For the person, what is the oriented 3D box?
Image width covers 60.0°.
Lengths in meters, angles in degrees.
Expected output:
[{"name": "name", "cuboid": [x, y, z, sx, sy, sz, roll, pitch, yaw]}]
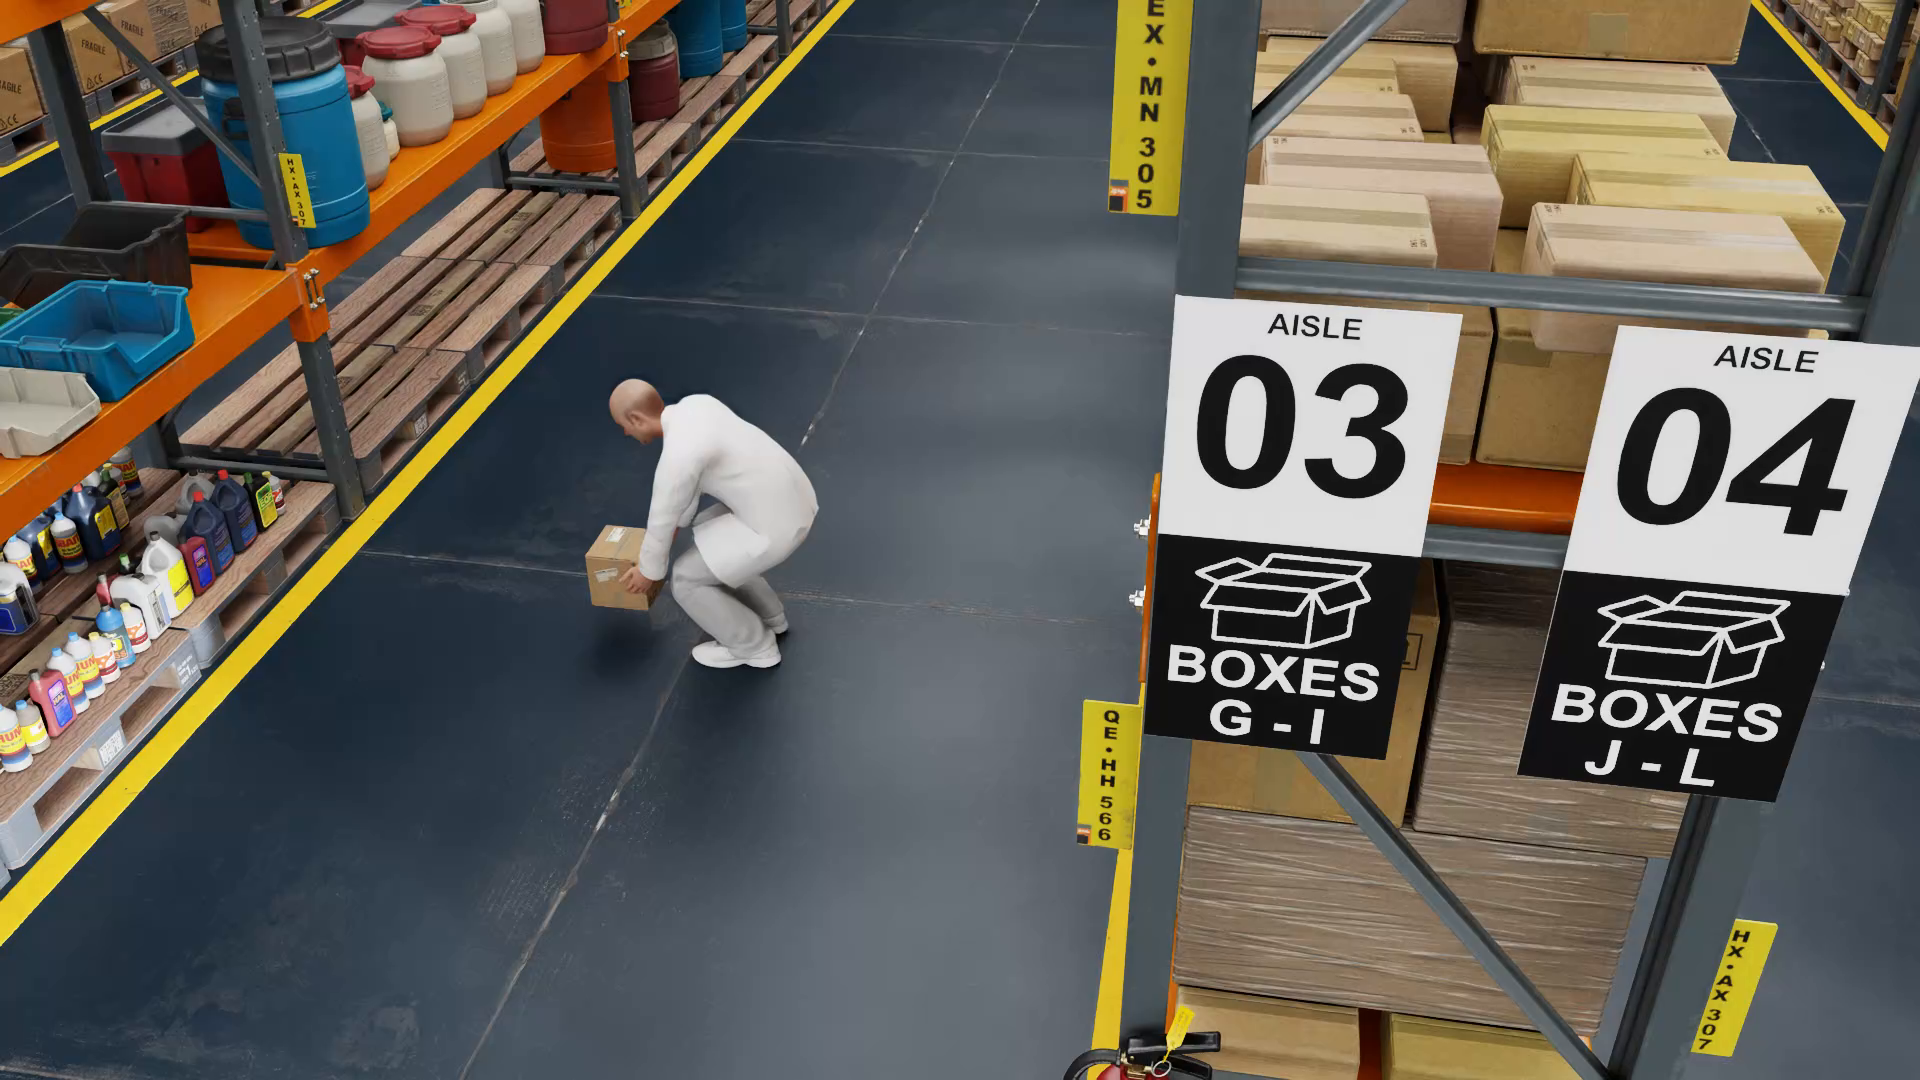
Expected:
[{"name": "person", "cuboid": [-1.003, -0.036, 6.808, 0.846, 1.145, 0.617, 5, 32, 8]}]
